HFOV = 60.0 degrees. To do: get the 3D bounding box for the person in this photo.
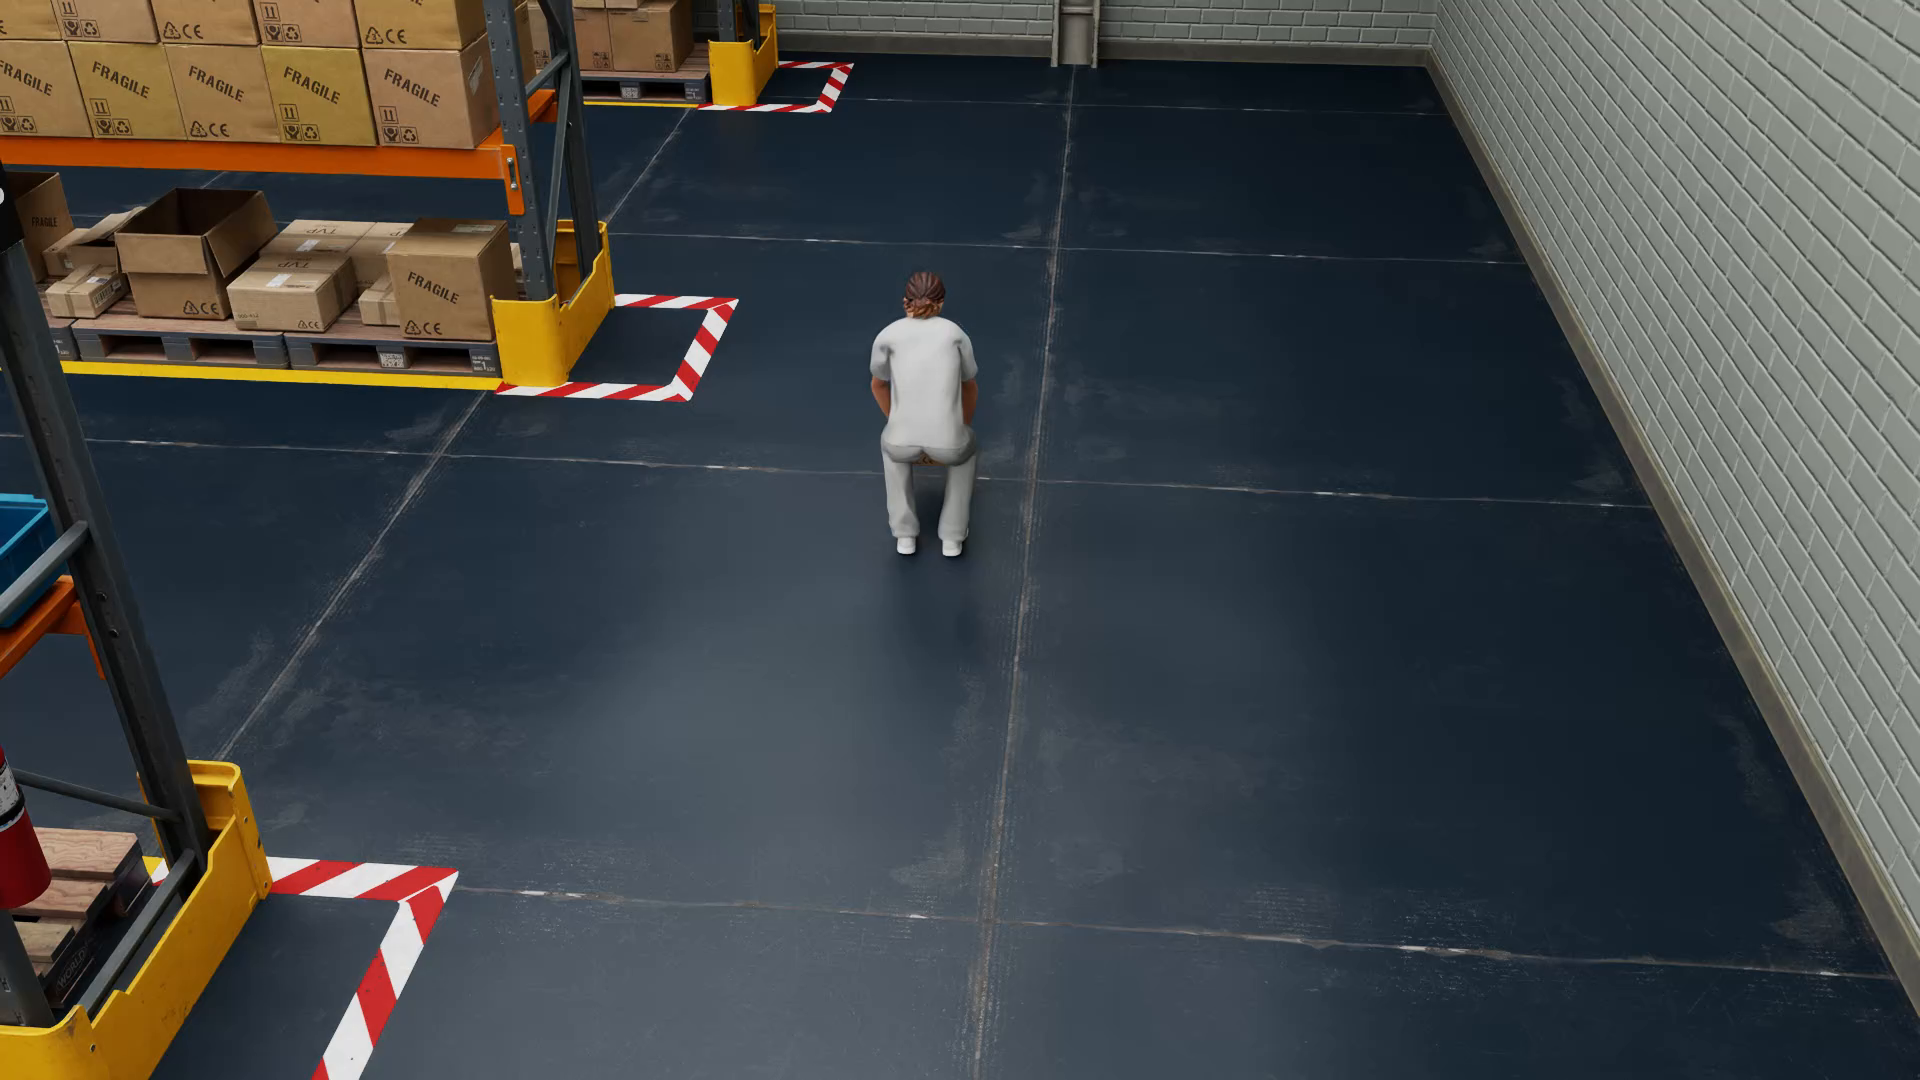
[{"bbox_3d":[-0.166,-0.534,7.464,0.496,1.175,0.725,3,32,4],"label":"person"}]
